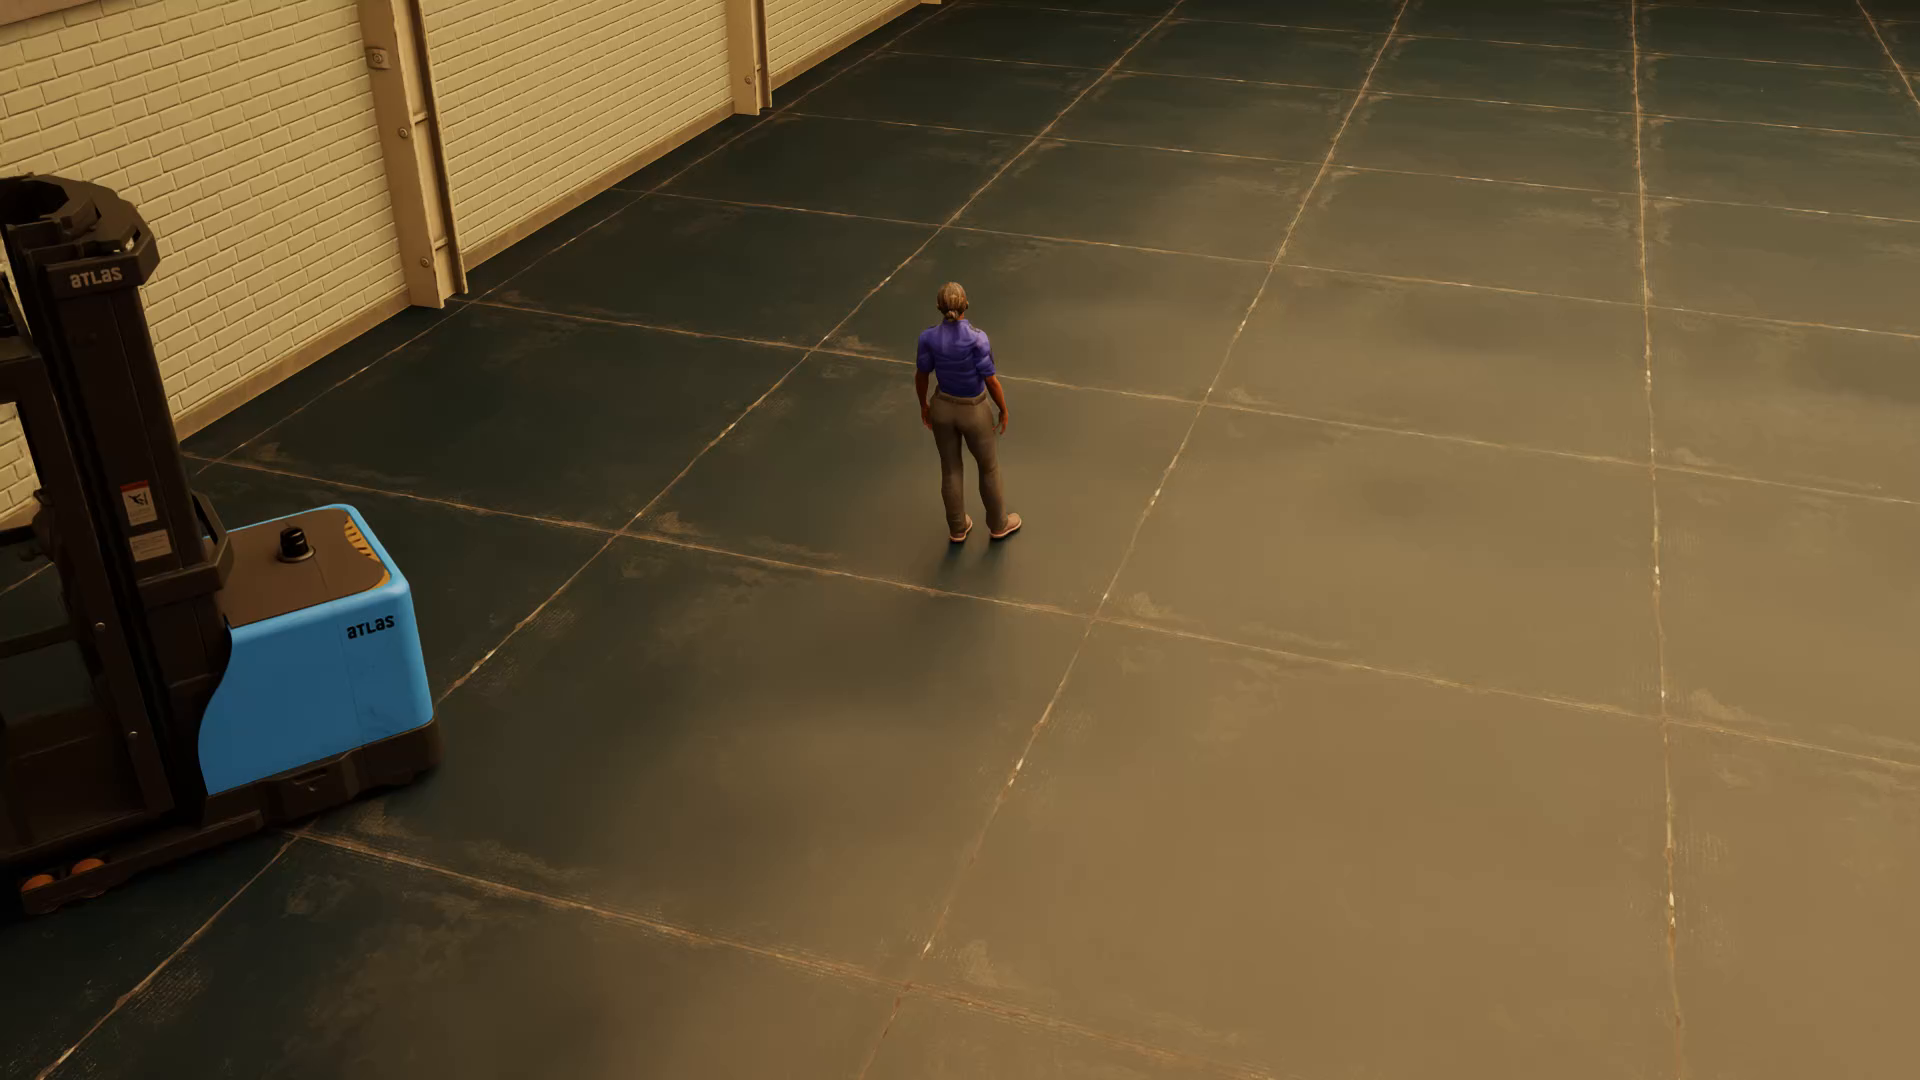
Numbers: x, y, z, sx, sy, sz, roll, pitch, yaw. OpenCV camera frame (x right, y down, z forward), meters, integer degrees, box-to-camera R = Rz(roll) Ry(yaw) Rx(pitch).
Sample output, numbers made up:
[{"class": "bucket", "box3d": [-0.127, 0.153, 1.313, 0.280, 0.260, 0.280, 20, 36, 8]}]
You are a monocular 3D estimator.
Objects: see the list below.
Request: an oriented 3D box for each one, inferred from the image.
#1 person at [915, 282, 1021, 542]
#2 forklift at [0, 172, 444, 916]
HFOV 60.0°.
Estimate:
[{"class": "person", "box3d": [0.047, -0.763, 9.750, 0.570, 1.656, 0.503, 10, 31, 16]}, {"class": "forklift", "box3d": [-4.028, 0.055, 7.040, 3.031, 2.935, 1.130, -18, 34, -28]}]
